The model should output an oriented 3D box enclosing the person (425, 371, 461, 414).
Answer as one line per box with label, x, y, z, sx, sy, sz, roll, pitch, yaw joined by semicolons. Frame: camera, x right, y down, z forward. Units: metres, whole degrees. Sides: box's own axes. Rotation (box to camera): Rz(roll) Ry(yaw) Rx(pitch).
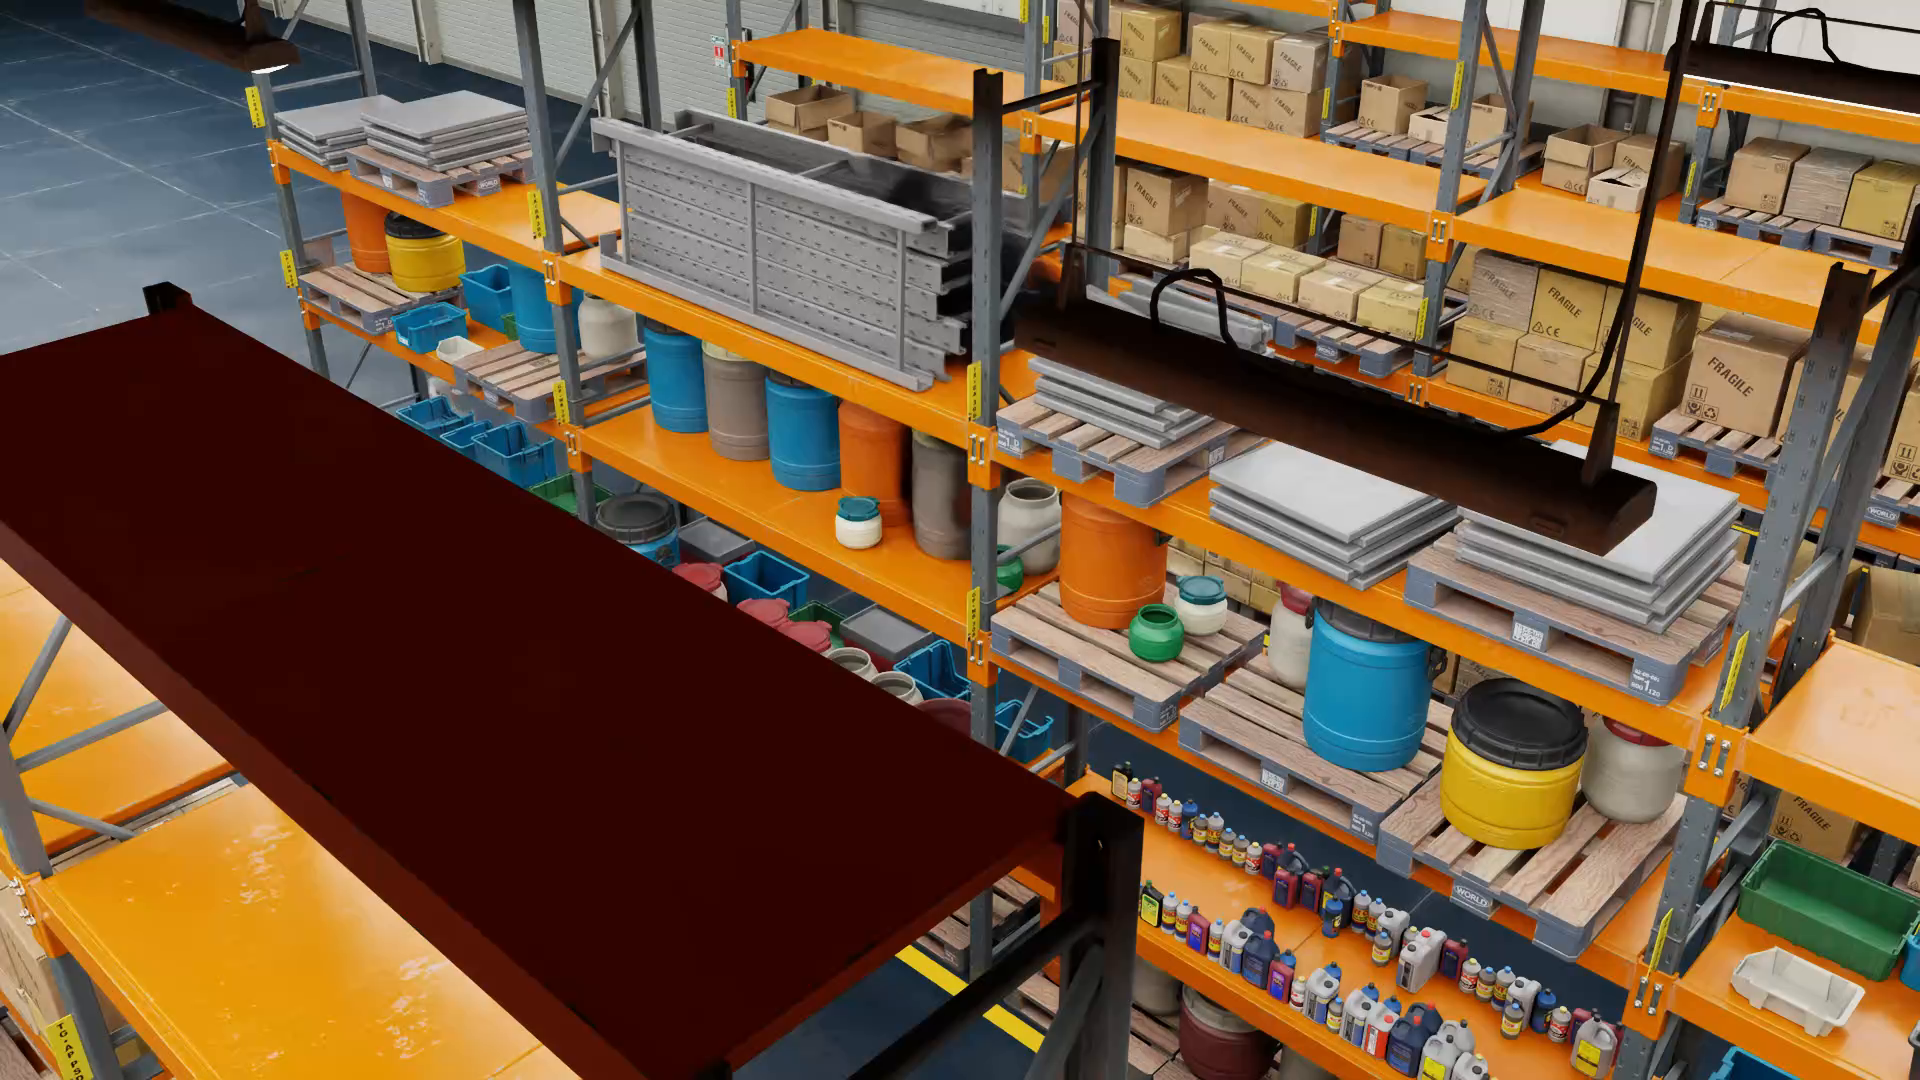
person;-5.290;-1.210;16.835;0.478;1.524;0.569;2;29;3
